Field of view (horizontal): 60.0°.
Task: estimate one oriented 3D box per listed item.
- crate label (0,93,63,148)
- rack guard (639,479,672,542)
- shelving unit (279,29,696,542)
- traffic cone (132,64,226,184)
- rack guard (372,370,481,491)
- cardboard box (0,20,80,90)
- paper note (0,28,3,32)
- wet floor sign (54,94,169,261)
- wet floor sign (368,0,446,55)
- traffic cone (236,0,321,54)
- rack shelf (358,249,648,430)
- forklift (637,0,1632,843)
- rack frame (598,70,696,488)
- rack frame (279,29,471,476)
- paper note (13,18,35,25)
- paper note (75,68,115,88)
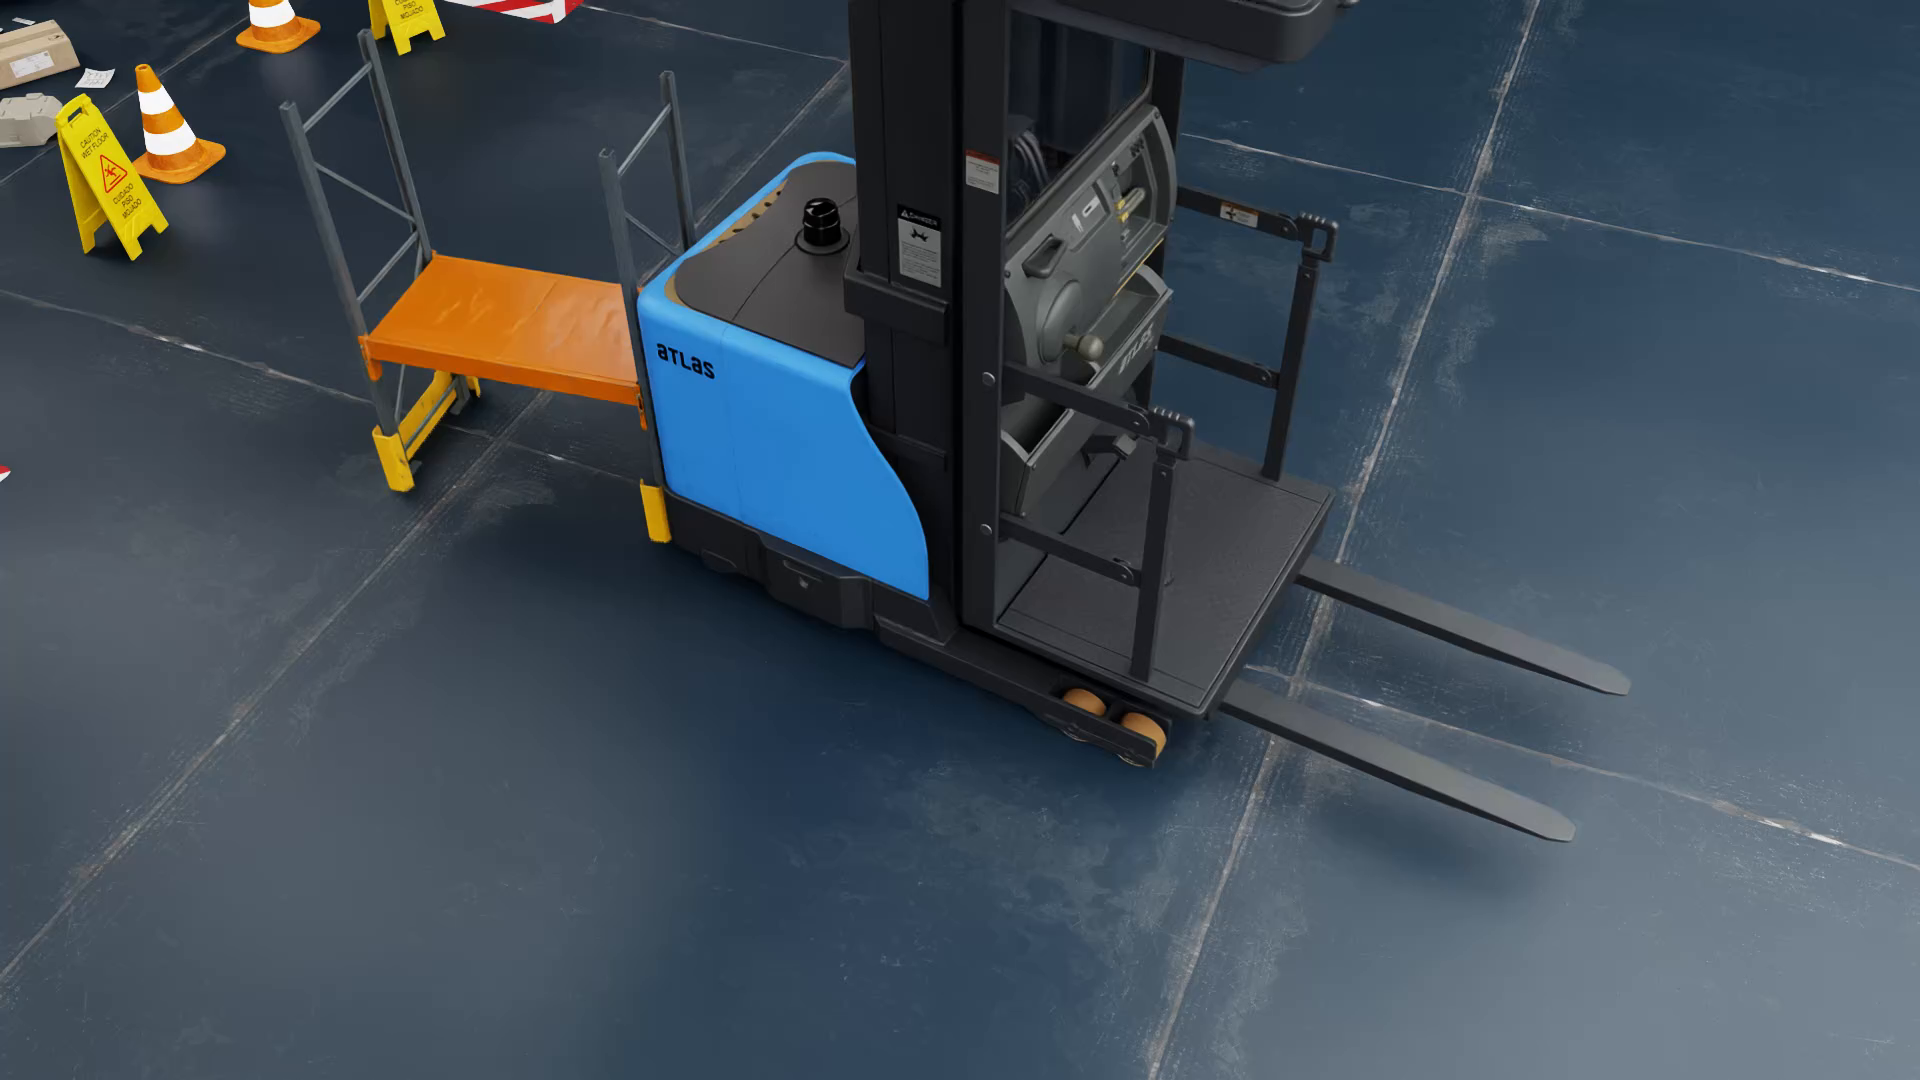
[{"bbox_3d":[-4.253,-1.923,7.585,0.298,0.136,0.250,-5,45,-5],"label":"crate label"},{"bbox_3d":[-0.967,-0.286,5.860,0.087,0.250,0.587,11,46,10],"label":"rack guard"},{"bbox_3d":[-1.449,-0.819,5.510,1.083,1.500,0.587,11,46,10],"label":"shelving unit"},{"bbox_3d":[-3.503,-1.865,7.296,0.334,0.463,0.336,16,47,16],"label":"traffic cone"},{"bbox_3d":[-1.930,-0.466,6.041,0.087,0.250,0.587,11,46,10],"label":"rack guard"},{"bbox_3d":[-4.483,-2.332,7.989,0.380,0.149,0.250,-28,51,-25],"label":"cardboard box"},{"bbox_3d":[-4.861,-2.535,8.284,0.142,0.019,0.148,33,54,29],"label":"paper note"},{"bbox_3d":[-3.520,-1.499,6.799,0.232,0.644,0.267,9,46,9],"label":"wet floor sign"},{"bbox_3d":[-2.733,-2.719,8.026,0.232,0.644,0.267,33,54,29],"label":"wet floor sign"},{"bbox_3d":[-3.390,-2.680,8.115,0.334,0.463,0.336,16,47,16],"label":"traffic cone"},{"bbox_3d":[-1.440,-0.690,5.635,1.000,0.185,0.538,11,46,10],"label":"rack shelf"},{"bbox_3d":[0.545,-0.783,4.459,3.031,2.935,1.130,22,49,21],"label":"forklift"},{"bbox_3d":[-0.949,-0.725,5.415,0.032,1.500,0.500,11,46,10],"label":"rack frame"},{"bbox_3d":[-1.931,-0.909,5.600,0.032,1.500,0.500,11,46,10],"label":"rack frame"},{"bbox_3d":[-4.712,-2.610,8.367,0.123,0.001,0.032,16,47,16],"label":"paper note"},{"bbox_3d":[-4.135,-2.211,7.950,0.142,0.019,0.148,2,45,2],"label":"paper note"}]
